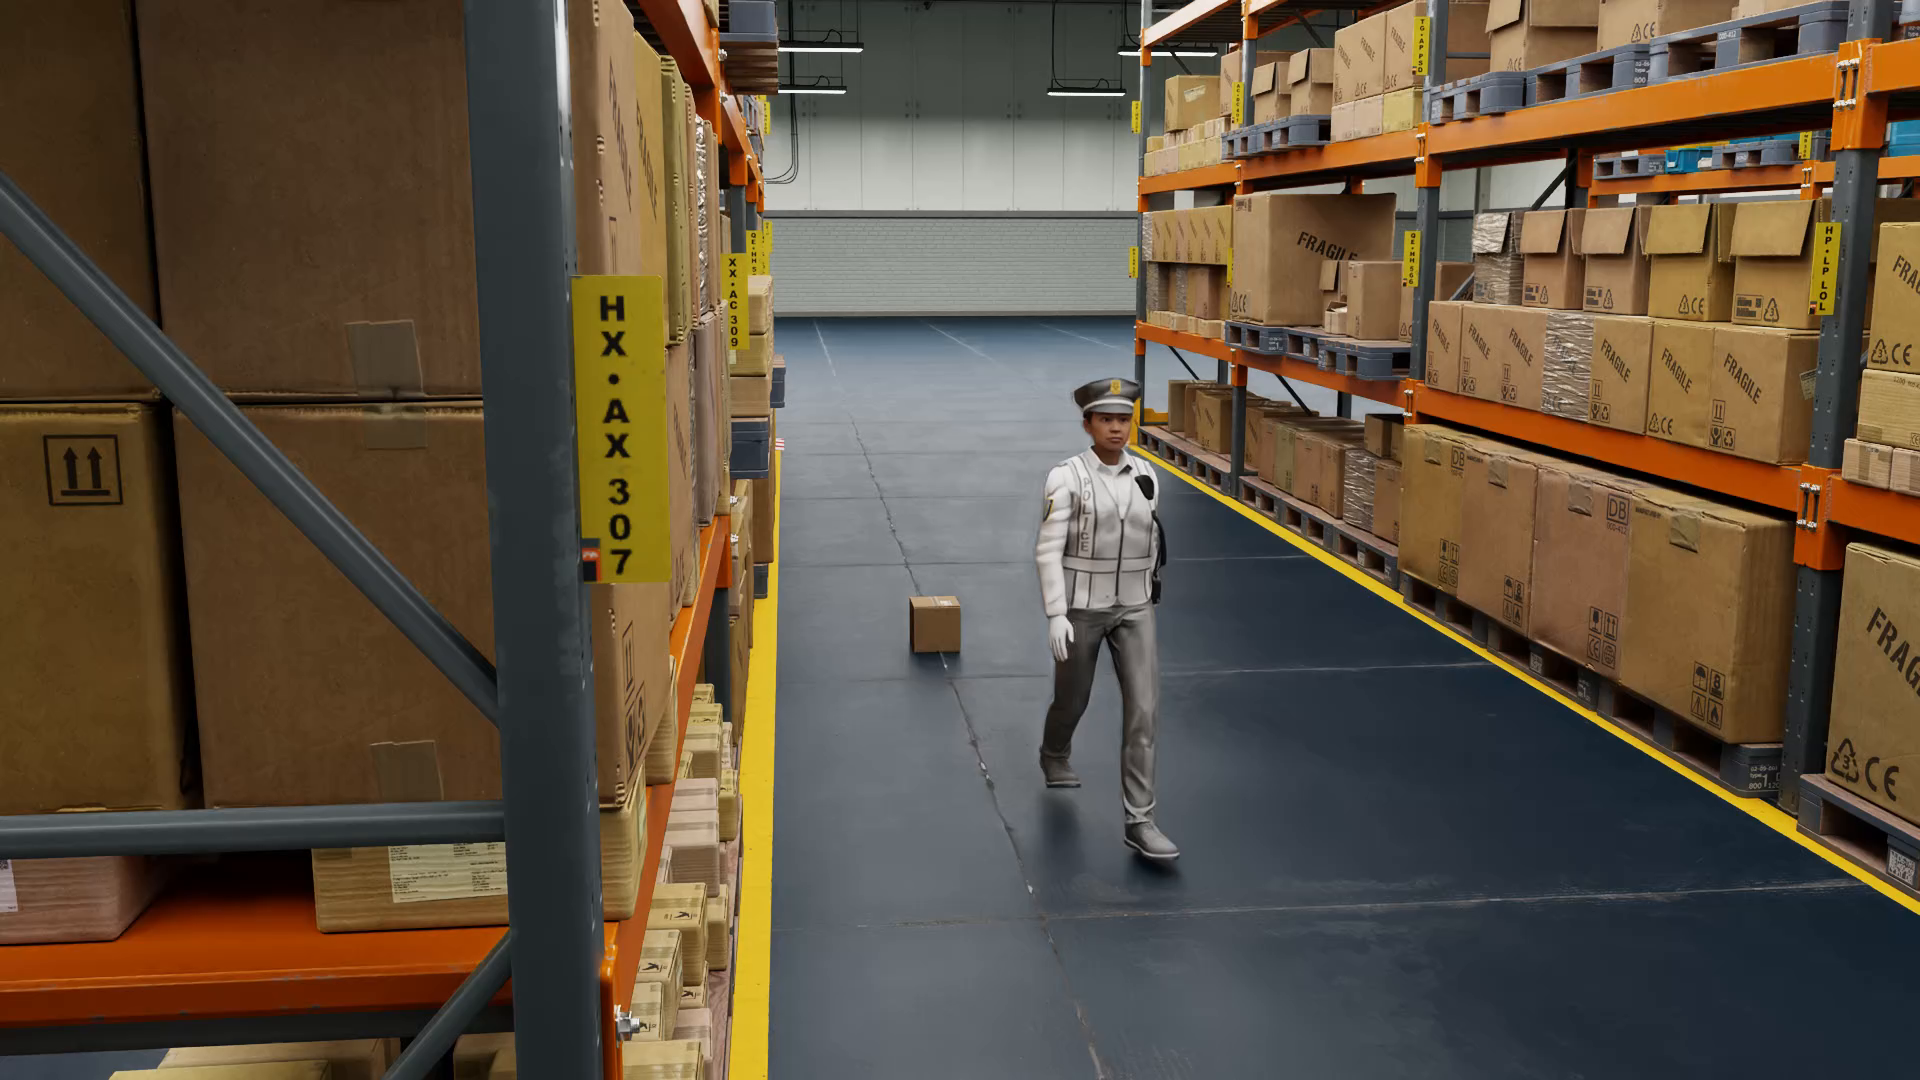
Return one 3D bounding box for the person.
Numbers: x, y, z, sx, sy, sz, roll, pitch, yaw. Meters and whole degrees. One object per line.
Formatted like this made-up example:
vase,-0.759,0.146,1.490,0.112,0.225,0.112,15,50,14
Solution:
person,0.510,0.234,5.976,0.505,1.641,0.971,-3,10,-14
